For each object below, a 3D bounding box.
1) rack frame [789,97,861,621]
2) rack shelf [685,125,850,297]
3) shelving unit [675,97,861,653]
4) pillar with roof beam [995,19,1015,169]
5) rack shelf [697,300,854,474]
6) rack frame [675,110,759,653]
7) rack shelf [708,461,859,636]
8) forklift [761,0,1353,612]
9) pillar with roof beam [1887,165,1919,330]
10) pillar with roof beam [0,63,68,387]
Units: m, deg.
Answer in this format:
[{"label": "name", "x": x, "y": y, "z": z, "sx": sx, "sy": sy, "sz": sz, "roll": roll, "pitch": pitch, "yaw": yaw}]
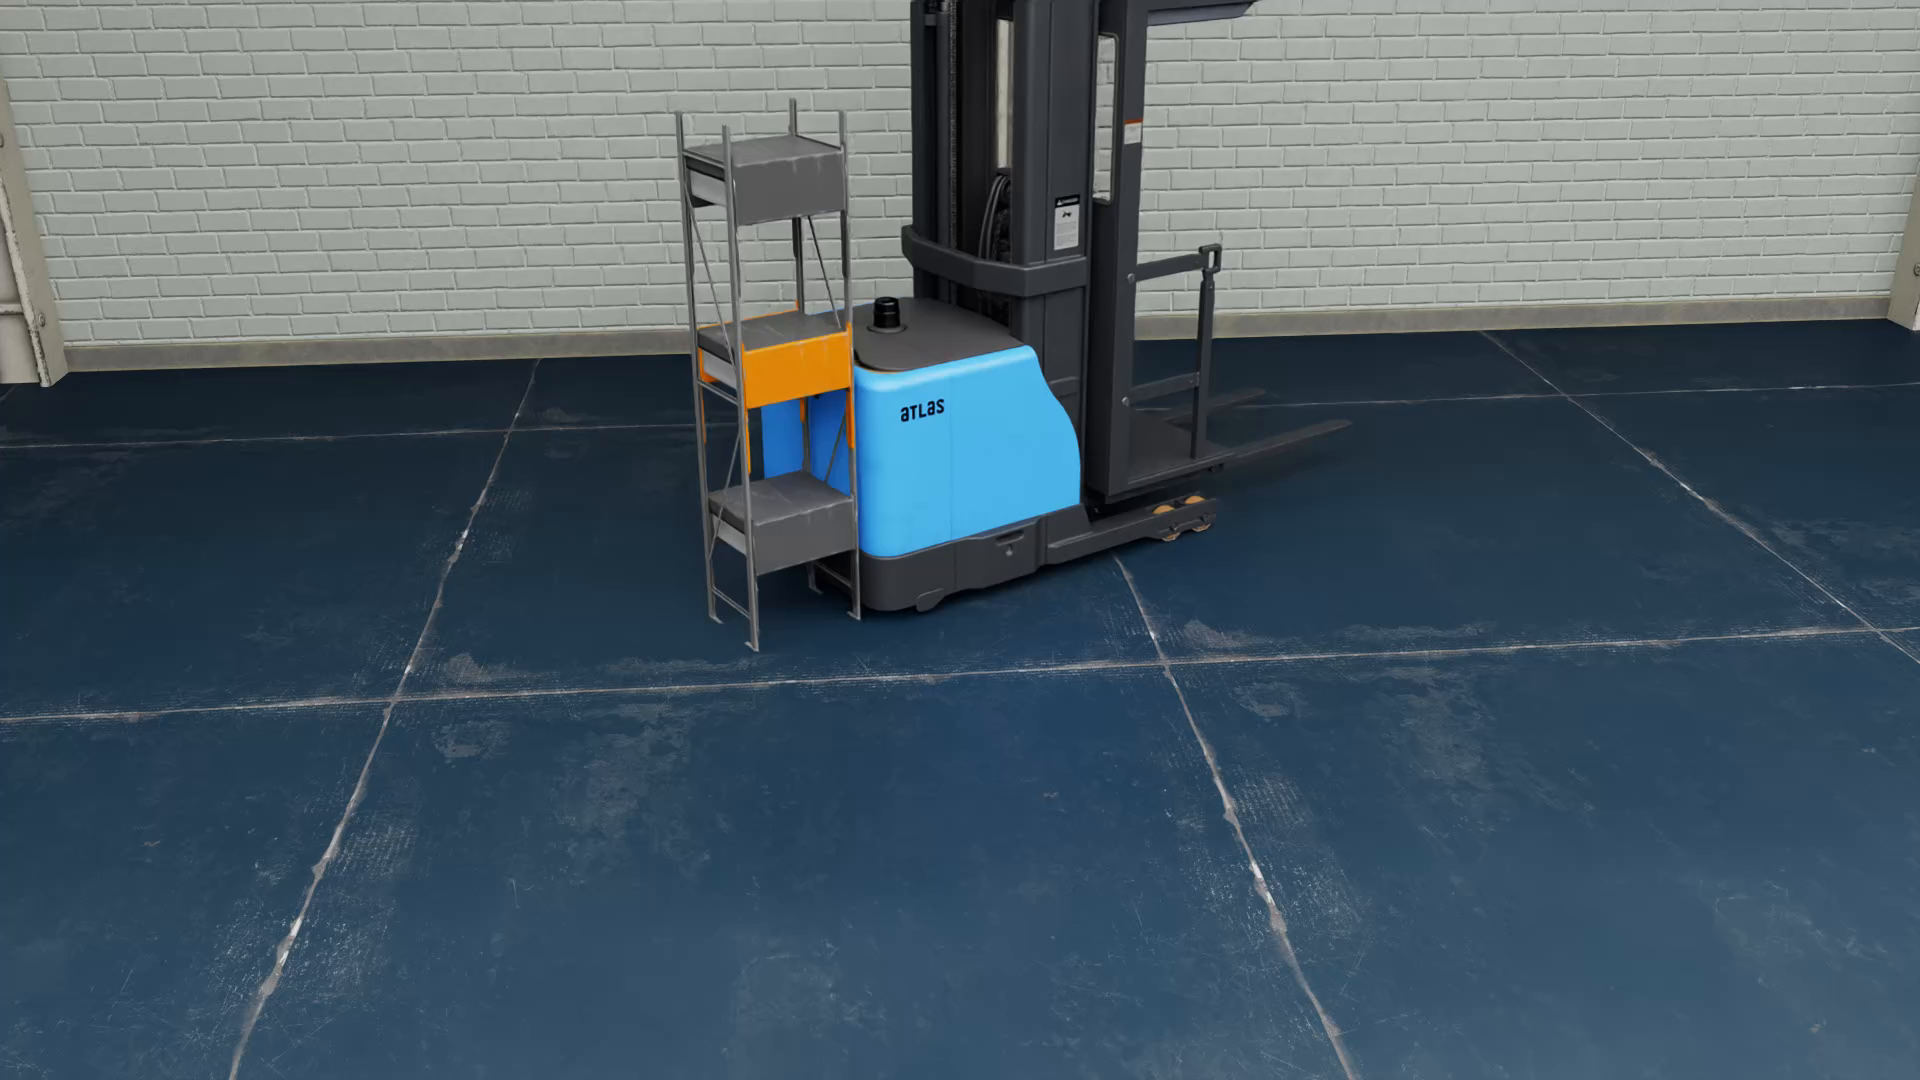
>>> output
[{"label": "rack frame", "x": -0.539, "y": -0.685, "z": 6.705, "sx": 0.015, "sy": 2.100, "sz": 0.400, "roll": -16, "pitch": 29, "yaw": -32}, {"label": "rack shelf", "x": -0.737, "y": -1.254, "z": 6.297, "sx": 0.480, "sy": 0.518, "sz": 0.431, "roll": -16, "pitch": 29, "yaw": -32}, {"label": "shelving unit", "x": -0.737, "y": -0.627, "z": 6.575, "sx": 0.503, "sy": 2.100, "sz": 0.431, "roll": -16, "pitch": 29, "yaw": -32}, {"label": "pillar with roof beam", "x": 0.831, "y": -3.569, "z": 4.700, "sx": 0.400, "sy": 9.000, "sz": 9.100, "roll": -2, "pitch": 24, "yaw": -5}, {"label": "rack shelf", "x": -0.737, "y": -0.614, "z": 6.581, "sx": 0.480, "sy": 0.518, "sz": 0.431, "roll": -16, "pitch": 29, "yaw": -32}, {"label": "rack frame", "x": -0.936, "y": -0.569, "z": 6.446, "sx": 0.015, "sy": 2.100, "sz": 0.400, "roll": -16, "pitch": 29, "yaw": -32}, {"label": "rack shelf", "x": -0.737, "y": 0.025, "z": 6.865, "sx": 0.480, "sy": 0.518, "sz": 0.431, "roll": -16, "pitch": 29, "yaw": -32}, {"label": "forklift", "x": 0.598, "y": -1.491, "z": 7.496, "sx": 3.031, "sy": 2.935, "sz": 1.130, "roll": -16, "pitch": 29, "yaw": -32}, {"label": "pillar with roof beam", "x": 6.802, "y": -3.808, "z": 5.239, "sx": 0.400, "sy": 9.000, "sz": 9.100, "roll": -2, "pitch": 24, "yaw": -5}, {"label": "pillar with roof beam", "x": -5.140, "y": -3.329, "z": 4.161, "sx": 0.400, "sy": 9.000, "sz": 9.100, "roll": -2, "pitch": 24, "yaw": -5}]
